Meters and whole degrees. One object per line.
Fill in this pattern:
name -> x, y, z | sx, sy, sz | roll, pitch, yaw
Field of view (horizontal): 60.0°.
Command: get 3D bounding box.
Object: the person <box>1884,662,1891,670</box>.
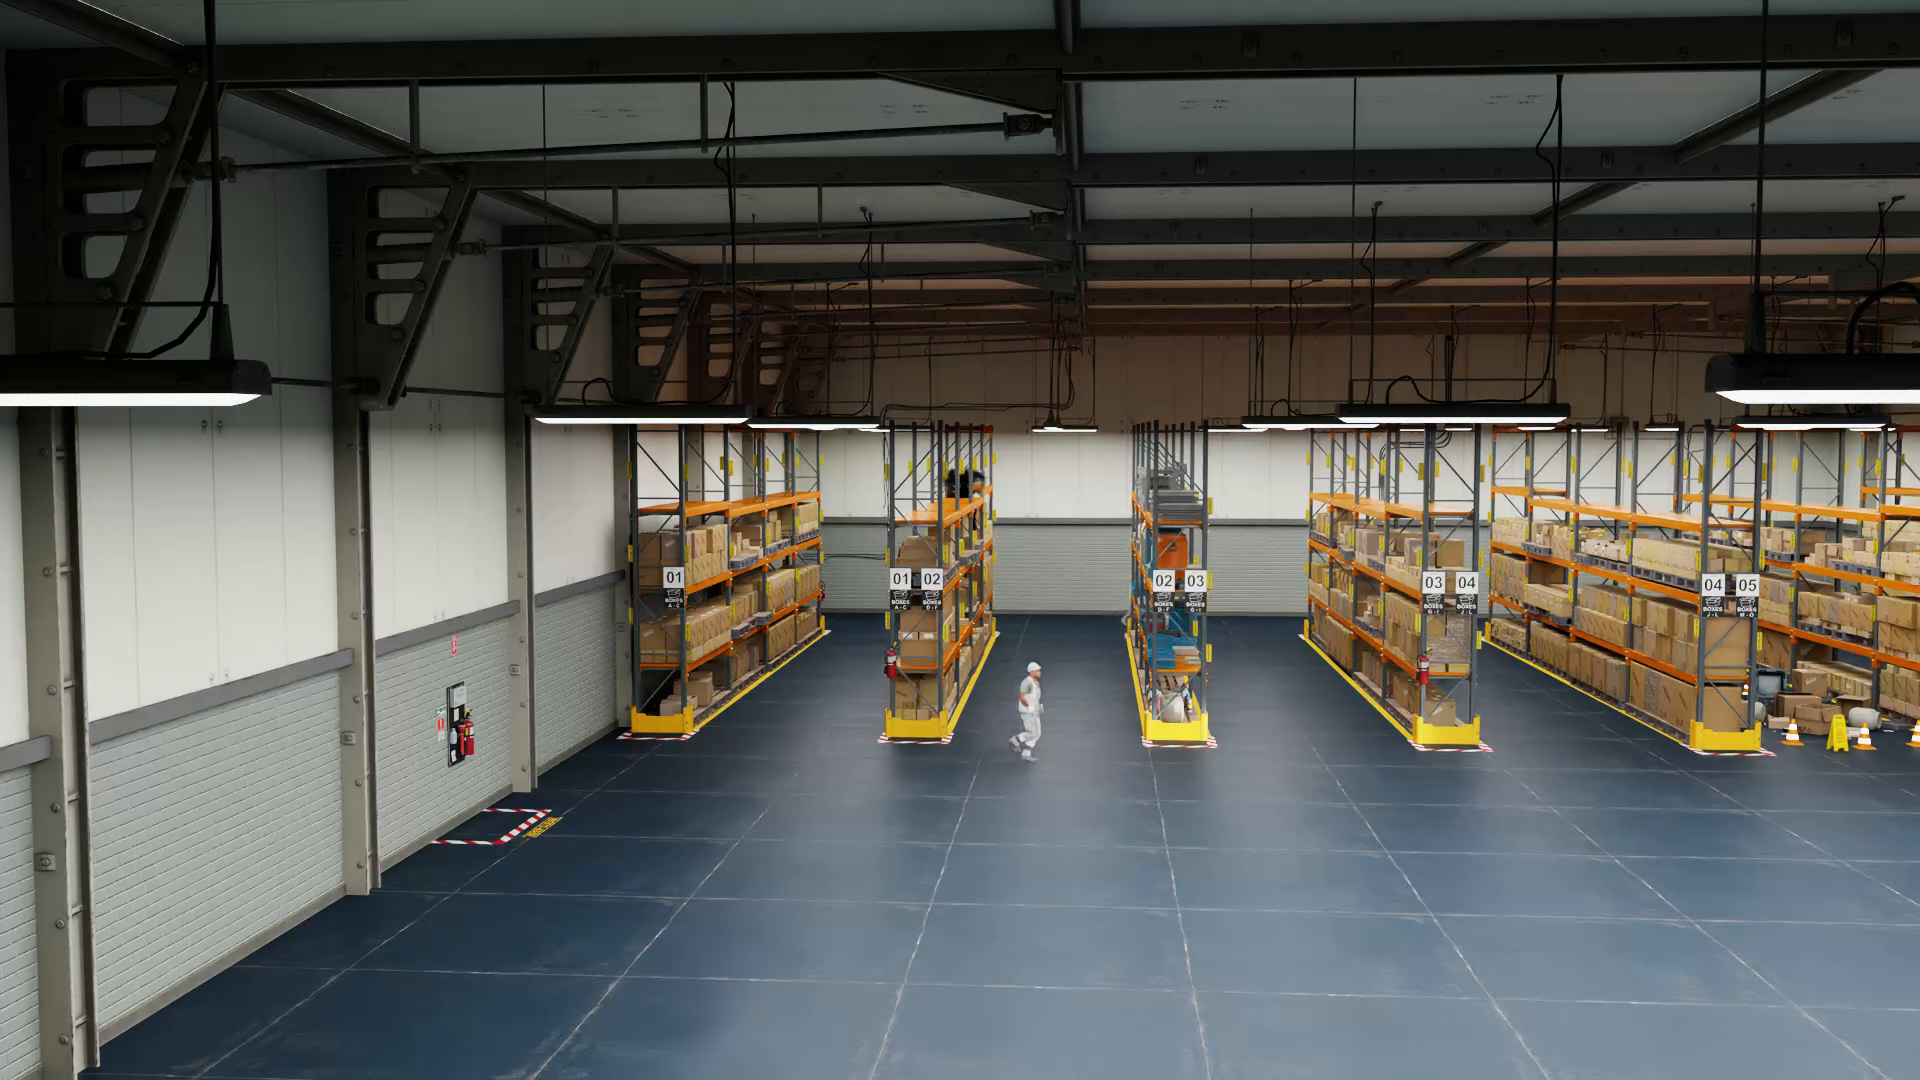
person -> 21.203, 2.459, 37.665 | 0.655, 1.750, 0.905 | 0, 4, 3

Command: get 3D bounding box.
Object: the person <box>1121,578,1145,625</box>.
person -> 5.292, 1.788, 49.317 | 1.035, 1.721, 0.755 | 1, 4, 12

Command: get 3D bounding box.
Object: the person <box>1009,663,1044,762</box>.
person -> 1.145, 3.013, 29.271 | 0.630, 1.736, 0.649 | 2, 4, 29
